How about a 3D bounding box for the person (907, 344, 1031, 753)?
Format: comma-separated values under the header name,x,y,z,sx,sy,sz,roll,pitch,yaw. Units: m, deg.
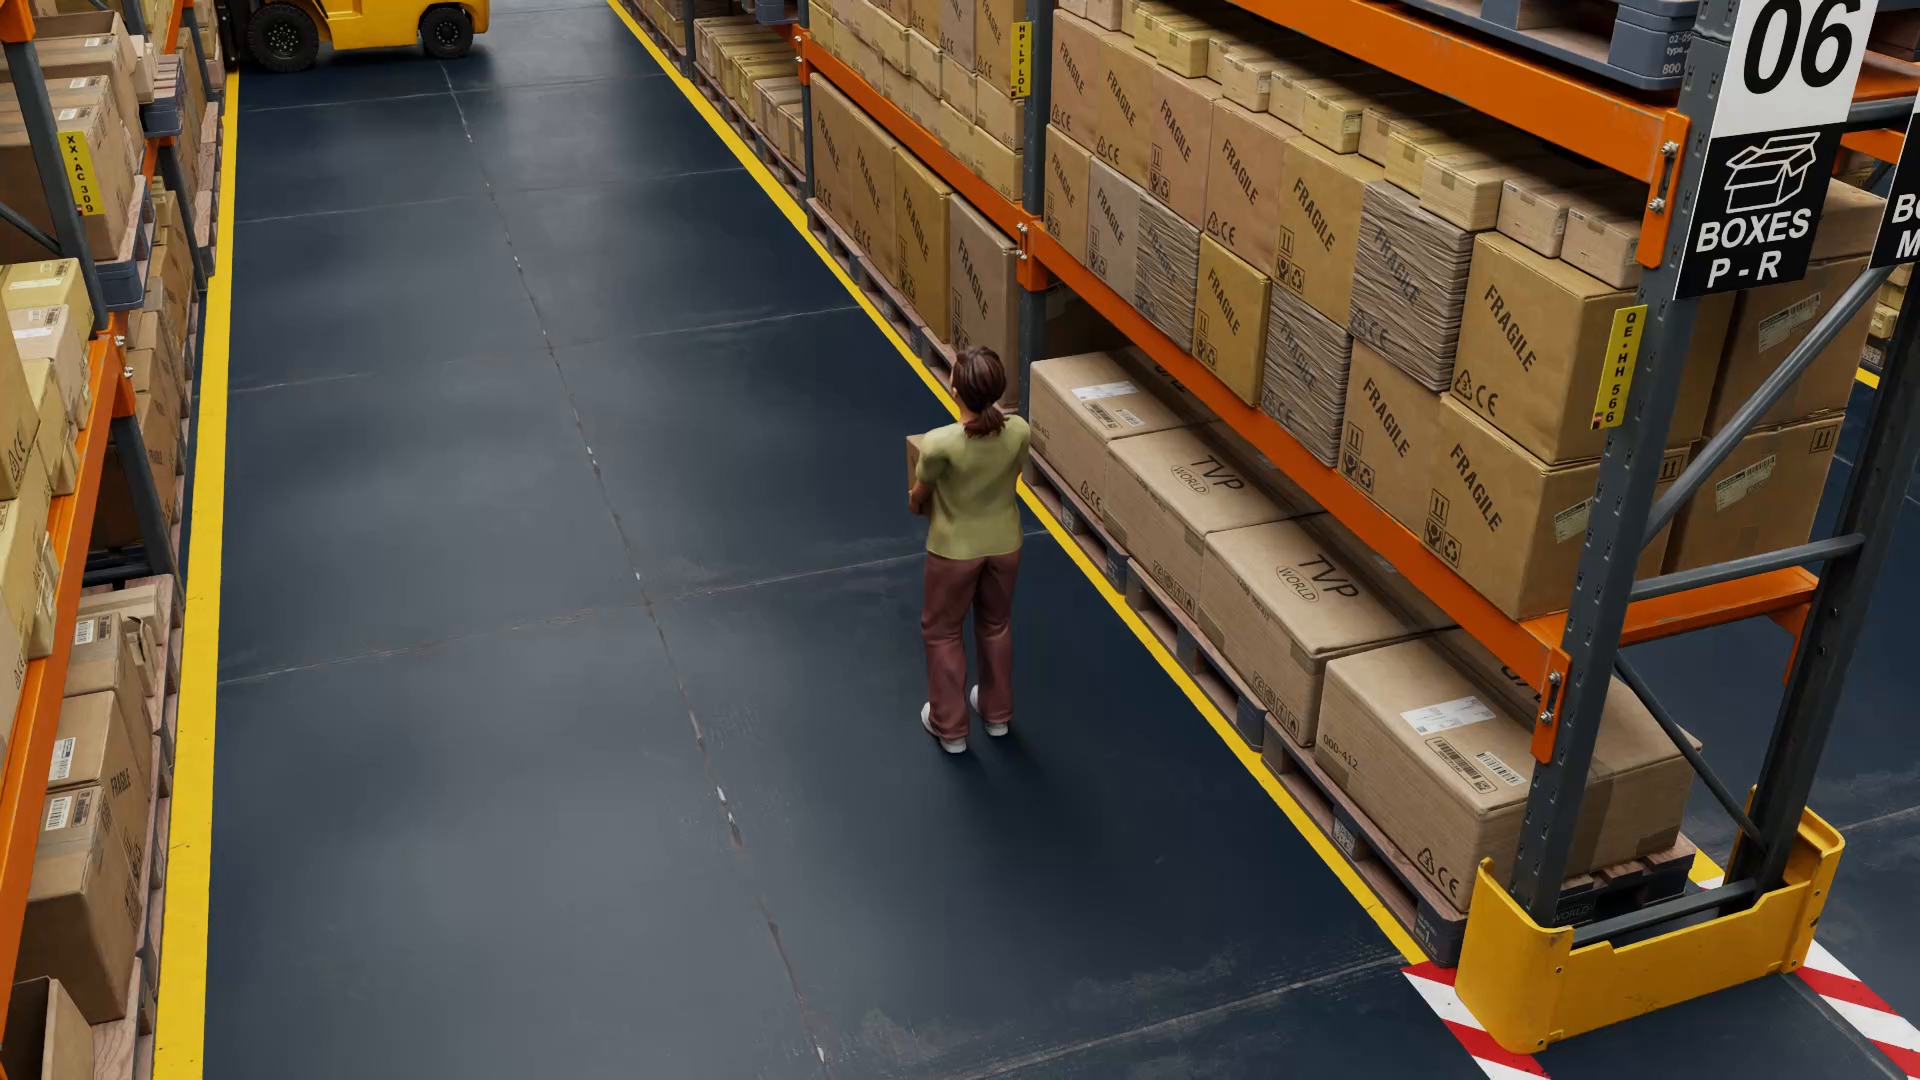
name,x,y,z,sx,sy,sz,roll,pitch,yaw
person,0.021,0.010,6.117,0.434,1.669,0.552,-11,32,-18
